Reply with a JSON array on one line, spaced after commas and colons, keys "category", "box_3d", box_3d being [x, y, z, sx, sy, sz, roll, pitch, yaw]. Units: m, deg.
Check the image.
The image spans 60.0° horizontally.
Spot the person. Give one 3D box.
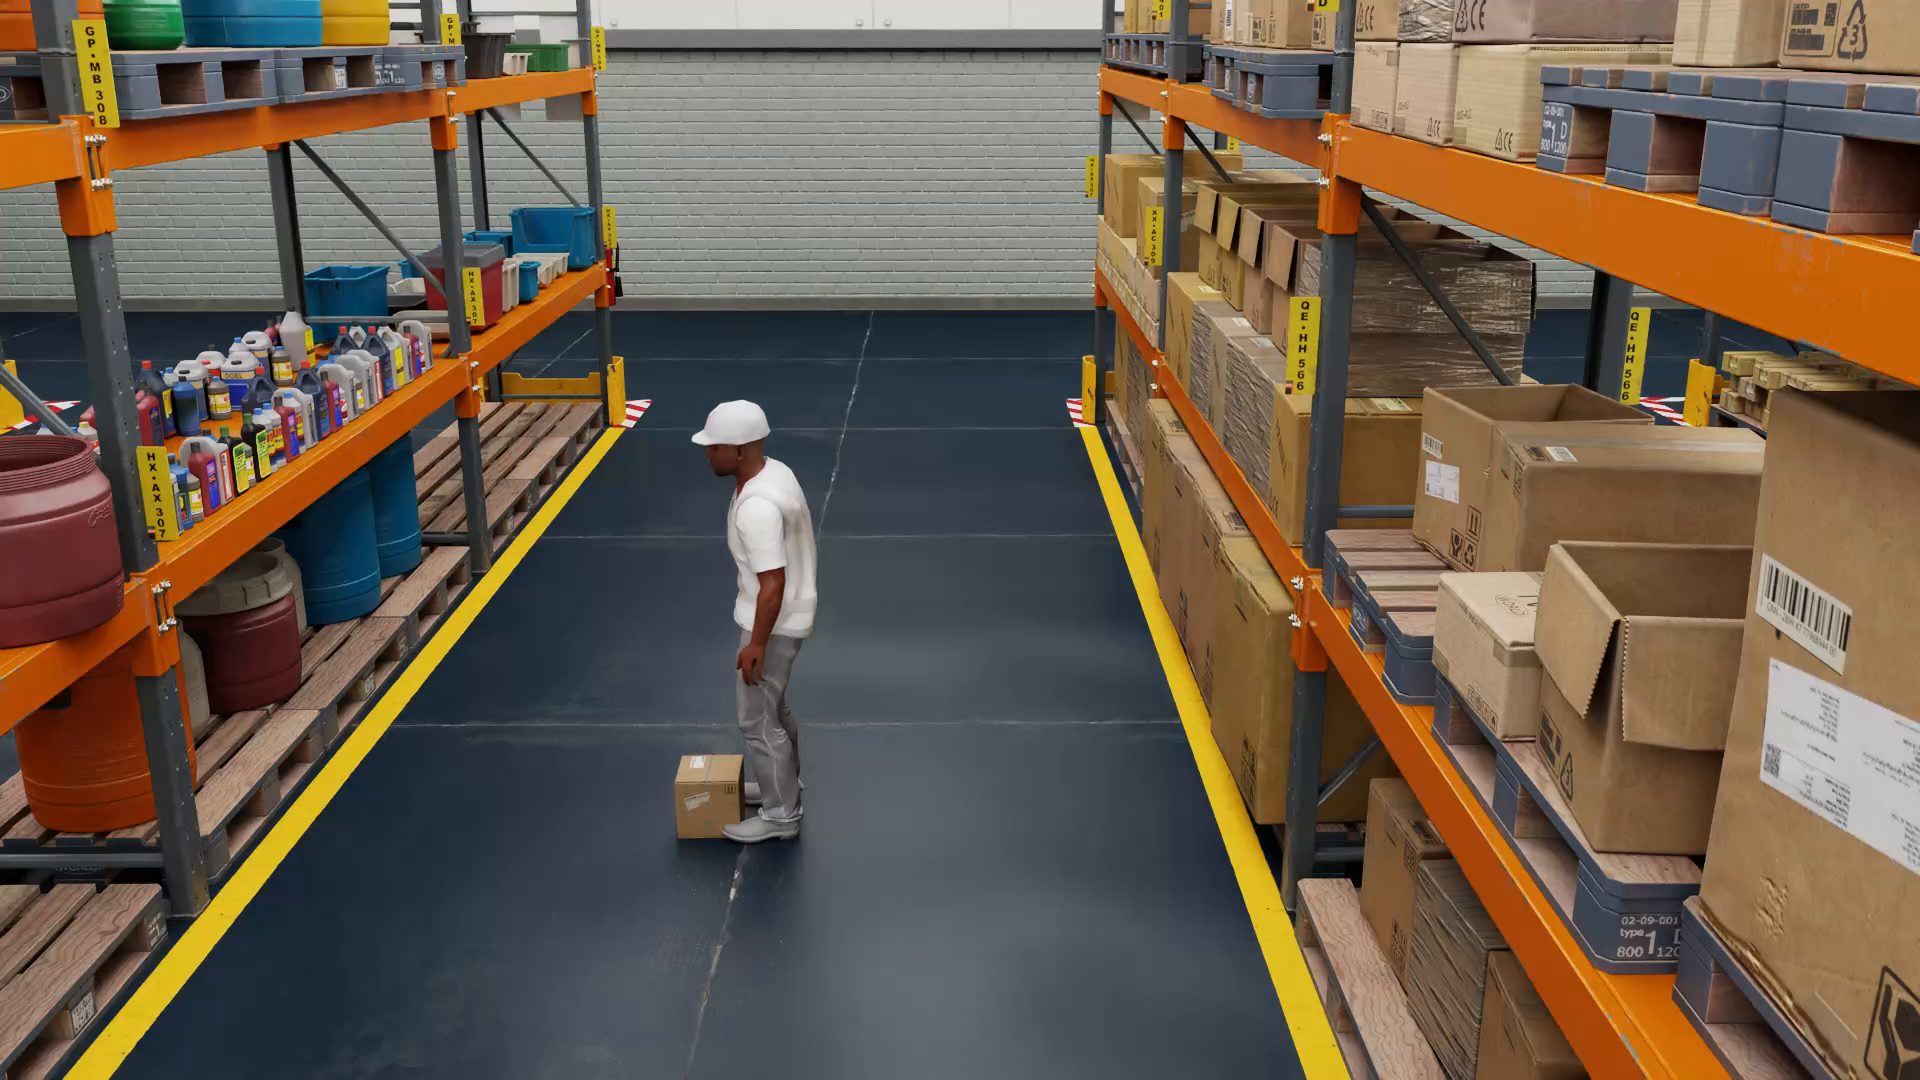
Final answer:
[{"category": "person", "box_3d": [-0.780, 0.313, 6.492, 0.456, 1.760, 0.635, -1, 17, -4]}]
